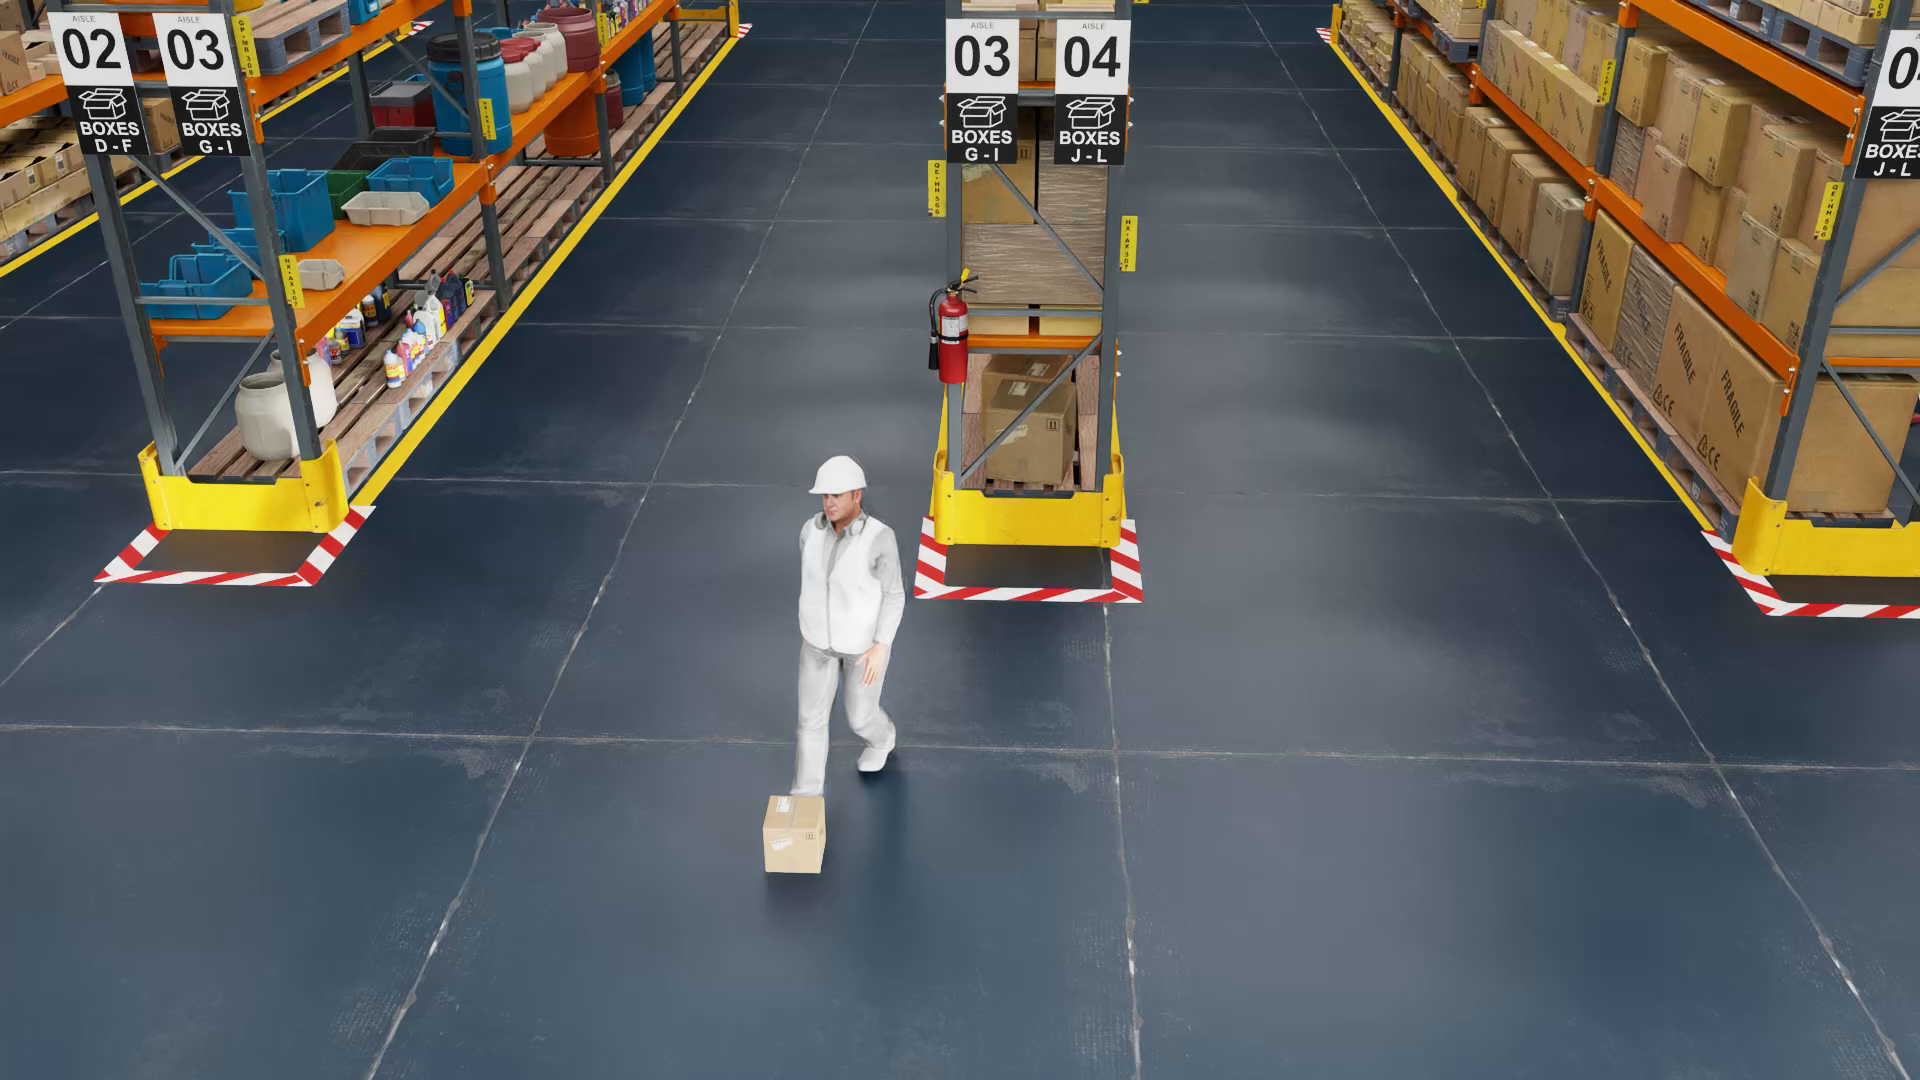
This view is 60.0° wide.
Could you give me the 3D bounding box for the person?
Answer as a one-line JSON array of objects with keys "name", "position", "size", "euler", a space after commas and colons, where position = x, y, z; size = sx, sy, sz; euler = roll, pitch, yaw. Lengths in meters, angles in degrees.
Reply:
[{"name": "person", "position": [-0.580, 0.490, 7.696], "size": [0.570, 1.711, 0.933], "euler": [10, 29, 18]}]
